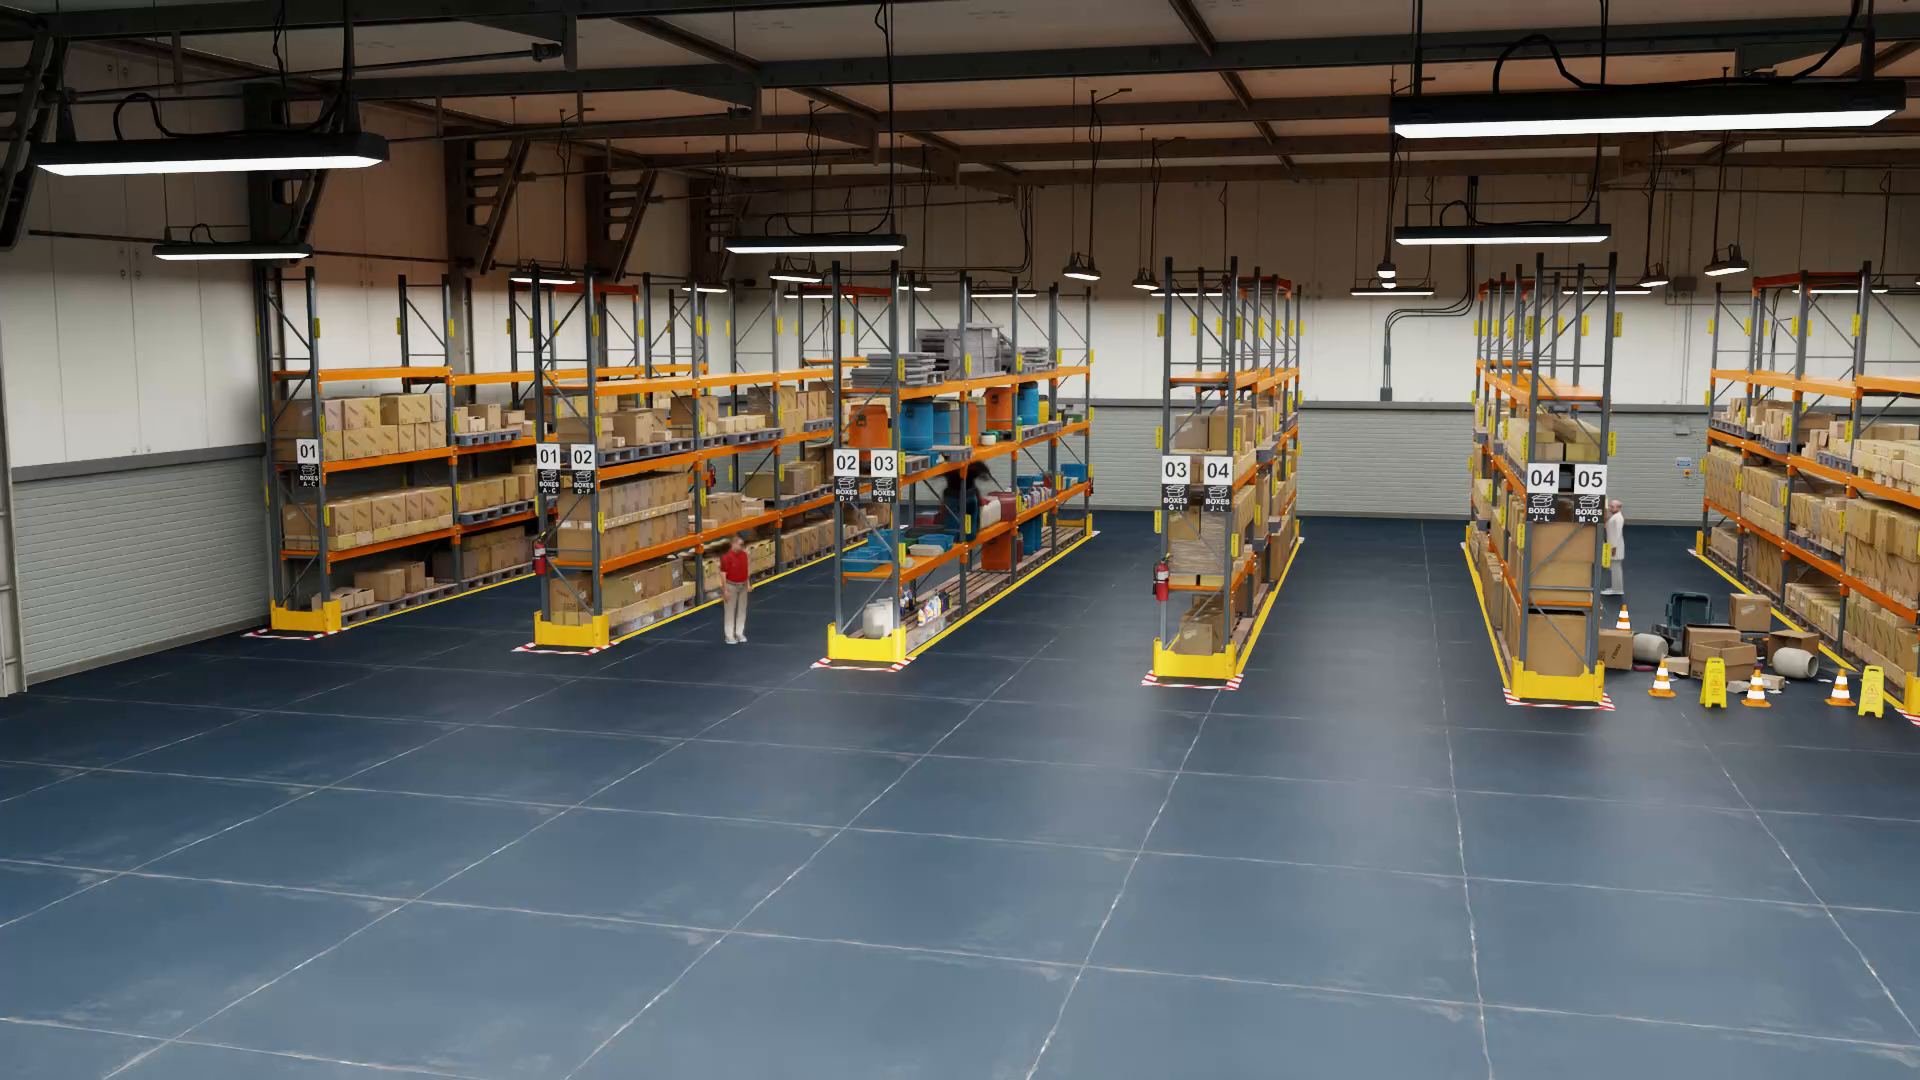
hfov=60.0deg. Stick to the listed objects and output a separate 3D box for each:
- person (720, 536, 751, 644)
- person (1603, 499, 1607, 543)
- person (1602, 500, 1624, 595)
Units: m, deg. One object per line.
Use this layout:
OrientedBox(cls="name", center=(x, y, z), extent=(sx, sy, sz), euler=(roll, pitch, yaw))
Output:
OrientedBox(cls="person", center=(-3.596, 0.789, 26.585), extent=(0.392, 1.735, 0.569), euler=(6, 9, 39))
OrientedBox(cls="person", center=(13.598, -0.392, 35.732), extent=(0.632, 1.757, 0.592), euler=(2, 8, 19))
OrientedBox(cls="person", center=(12.359, 0.147, 31.376), extent=(0.407, 1.770, 0.623), euler=(4, 8, 27))
